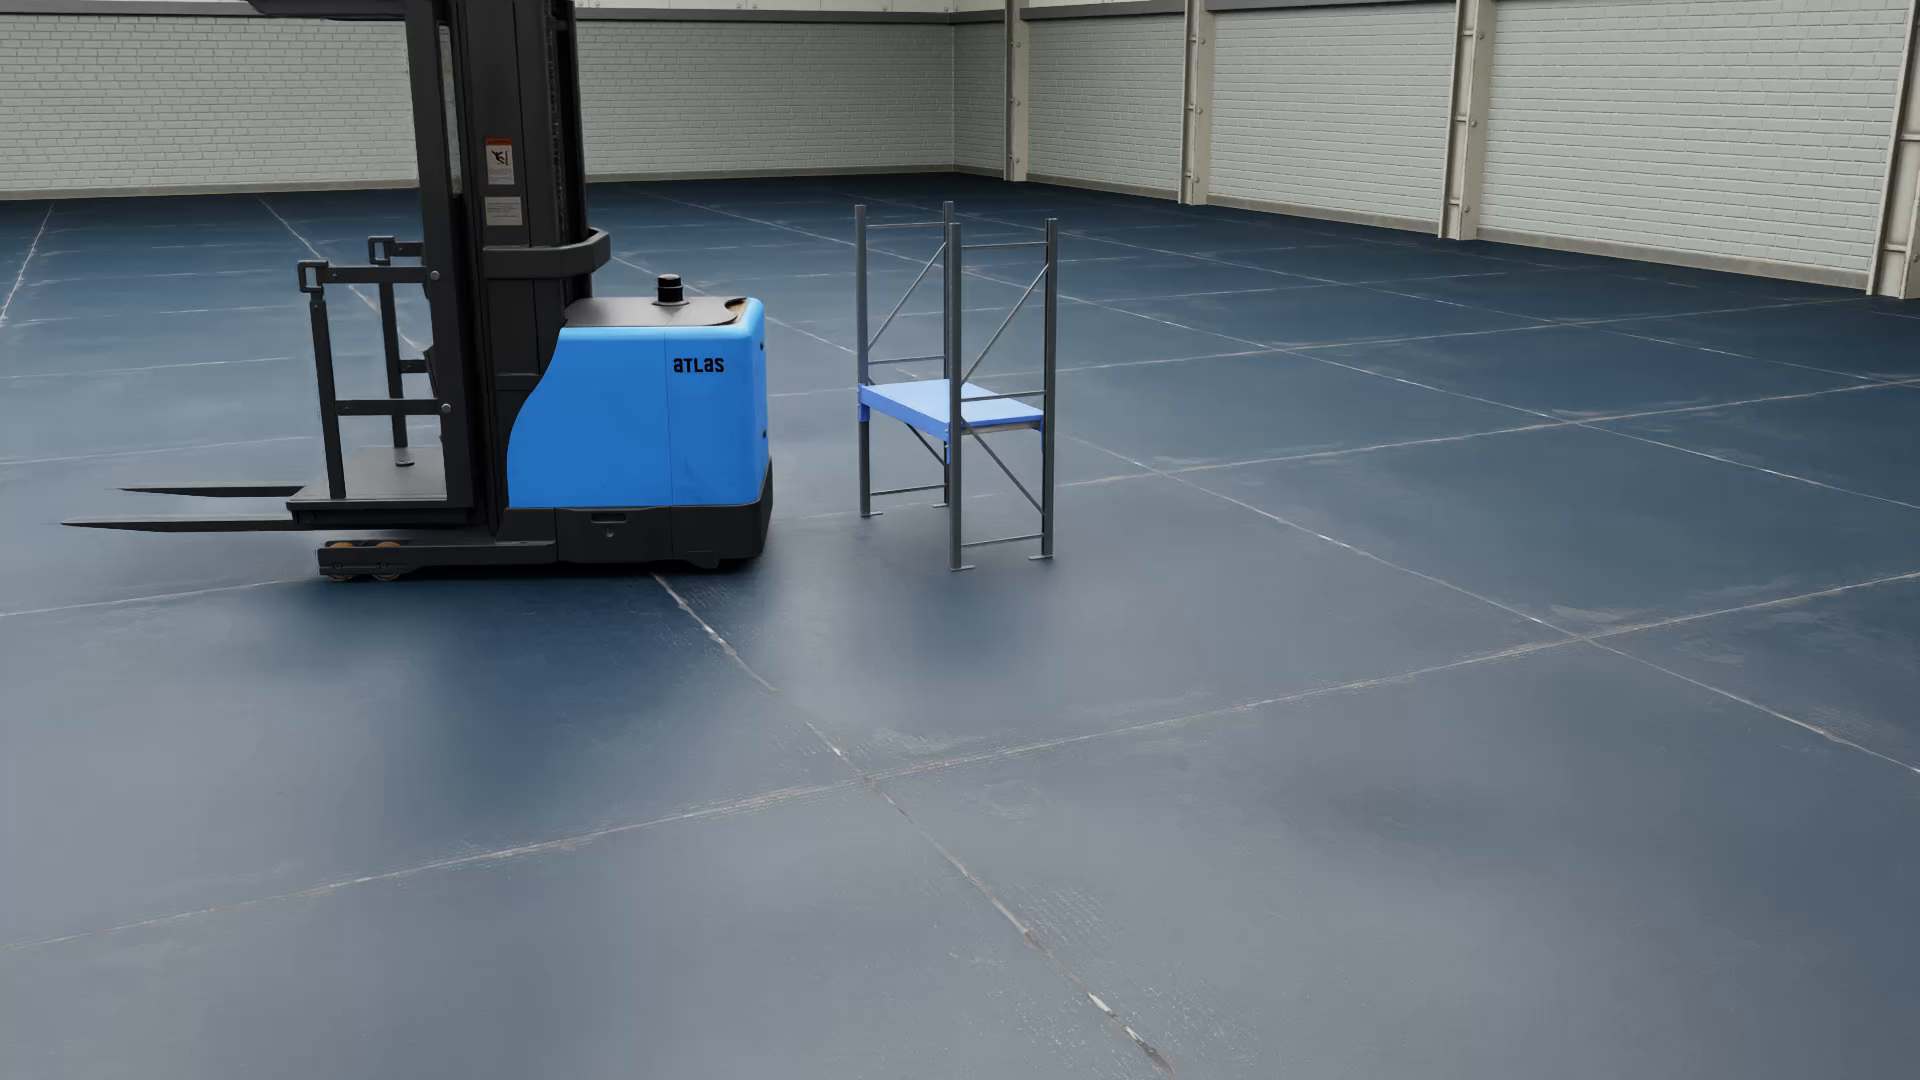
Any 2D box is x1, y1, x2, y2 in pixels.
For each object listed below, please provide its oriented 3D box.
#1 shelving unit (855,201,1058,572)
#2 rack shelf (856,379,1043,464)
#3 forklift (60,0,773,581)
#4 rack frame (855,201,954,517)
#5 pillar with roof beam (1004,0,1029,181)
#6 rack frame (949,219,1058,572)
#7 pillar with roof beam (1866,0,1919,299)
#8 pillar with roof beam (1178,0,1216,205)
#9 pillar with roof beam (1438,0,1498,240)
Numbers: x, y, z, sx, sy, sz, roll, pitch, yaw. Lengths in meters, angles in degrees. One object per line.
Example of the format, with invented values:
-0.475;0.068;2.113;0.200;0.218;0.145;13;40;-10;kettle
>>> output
-0.037;-0.742;7.617;0.538;1.500;1.048;-8;18;-25;shelving unit
-0.037;-0.569;7.667;0.538;0.185;1.000;-8;18;-25;rack shelf
-2.403;-1.381;7.250;3.031;2.935;1.130;-1;16;-3;forklift
-0.260;-0.868;8.057;0.500;1.500;0.032;-8;18;-25;rack frame
-2.818;-10.605;28.390;9.100;9.000;0.400;-8;18;-25;pillar with roof beam
0.185;-0.616;7.178;0.500;1.500;0.032;-8;18;-25;rack frame
5.067;-6.141;12.837;9.100;9.000;0.400;-8;18;-25;pillar with roof beam
-0.190;-9.117;23.206;9.100;9.000;0.400;-8;18;-25;pillar with roof beam
2.439;-7.629;18.022;9.100;9.000;0.400;-8;18;-25;pillar with roof beam
